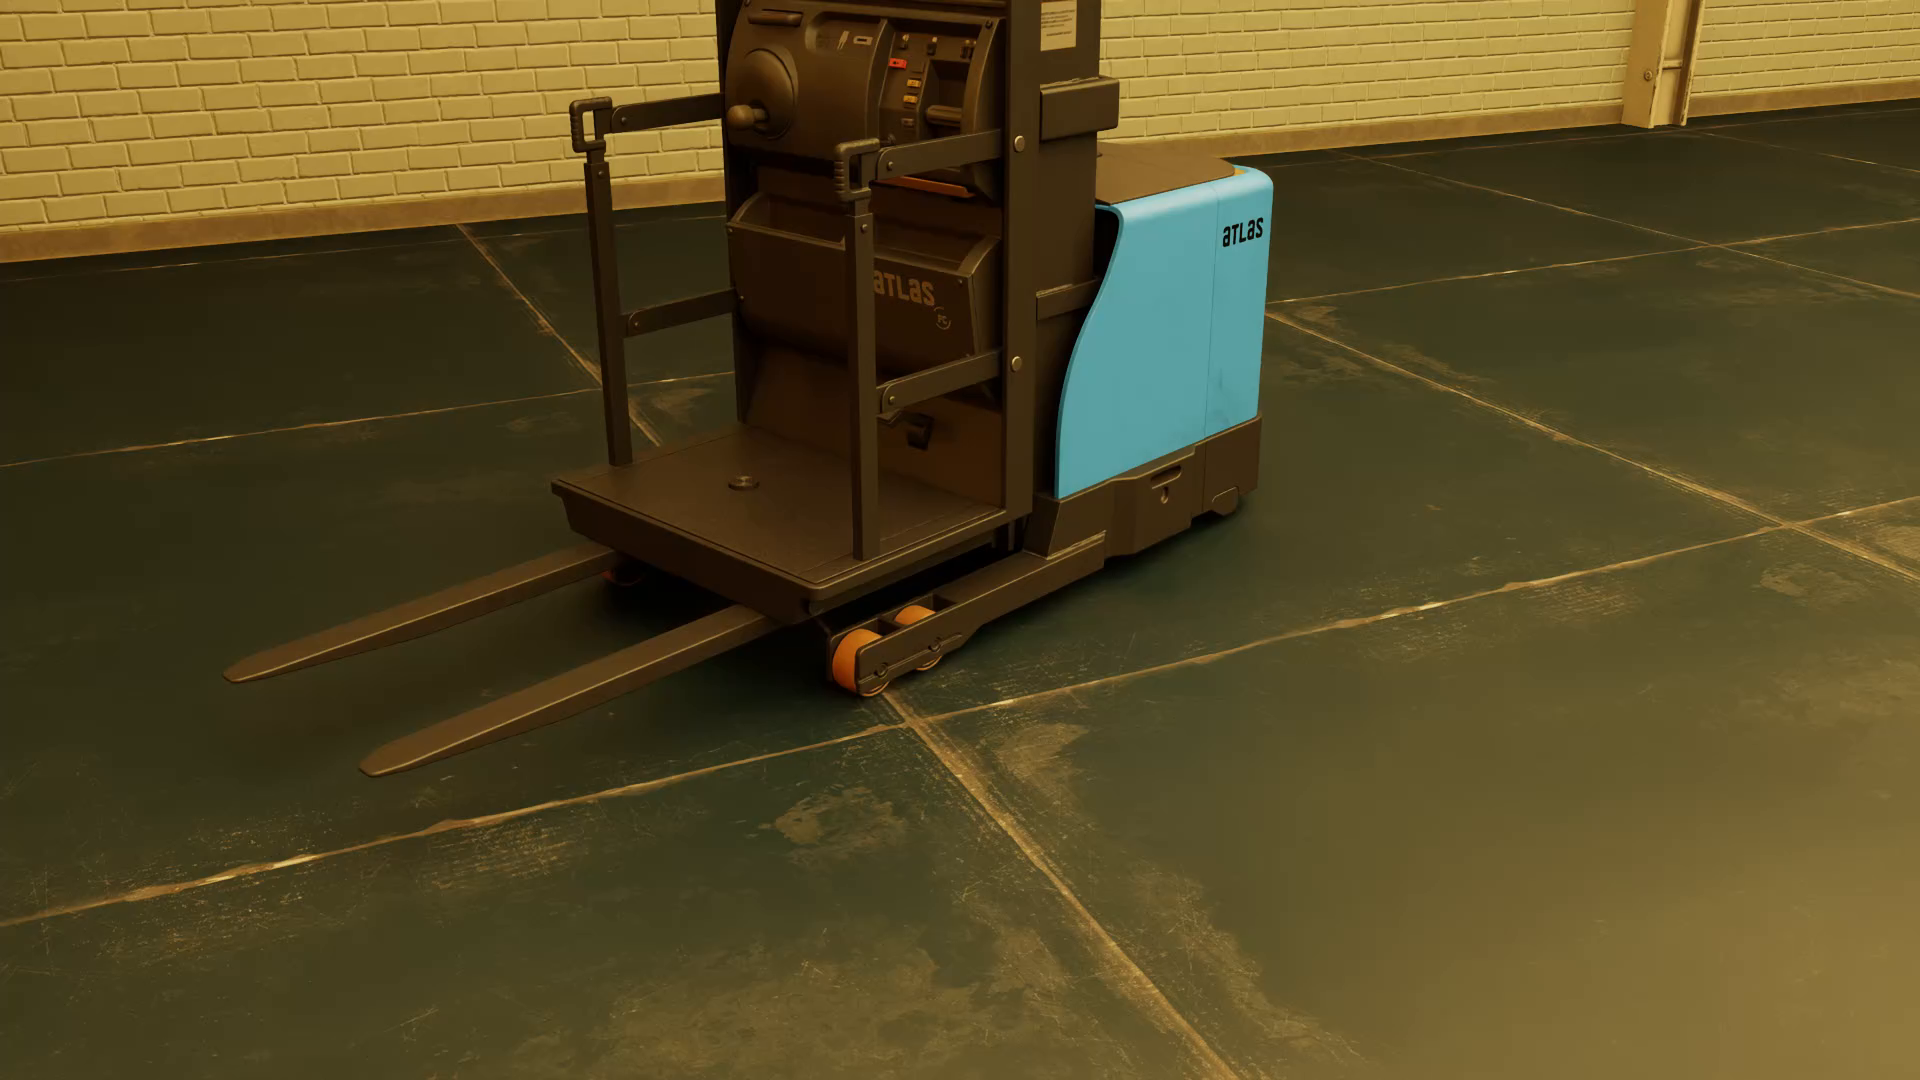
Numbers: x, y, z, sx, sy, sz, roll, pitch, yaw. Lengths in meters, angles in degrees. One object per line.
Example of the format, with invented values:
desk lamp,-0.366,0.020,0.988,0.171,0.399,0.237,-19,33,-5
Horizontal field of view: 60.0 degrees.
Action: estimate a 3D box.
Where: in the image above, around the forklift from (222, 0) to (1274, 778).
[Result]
forklift,-0.413,-1.182,4.131,1.130,2.935,3.031,19,29,39
